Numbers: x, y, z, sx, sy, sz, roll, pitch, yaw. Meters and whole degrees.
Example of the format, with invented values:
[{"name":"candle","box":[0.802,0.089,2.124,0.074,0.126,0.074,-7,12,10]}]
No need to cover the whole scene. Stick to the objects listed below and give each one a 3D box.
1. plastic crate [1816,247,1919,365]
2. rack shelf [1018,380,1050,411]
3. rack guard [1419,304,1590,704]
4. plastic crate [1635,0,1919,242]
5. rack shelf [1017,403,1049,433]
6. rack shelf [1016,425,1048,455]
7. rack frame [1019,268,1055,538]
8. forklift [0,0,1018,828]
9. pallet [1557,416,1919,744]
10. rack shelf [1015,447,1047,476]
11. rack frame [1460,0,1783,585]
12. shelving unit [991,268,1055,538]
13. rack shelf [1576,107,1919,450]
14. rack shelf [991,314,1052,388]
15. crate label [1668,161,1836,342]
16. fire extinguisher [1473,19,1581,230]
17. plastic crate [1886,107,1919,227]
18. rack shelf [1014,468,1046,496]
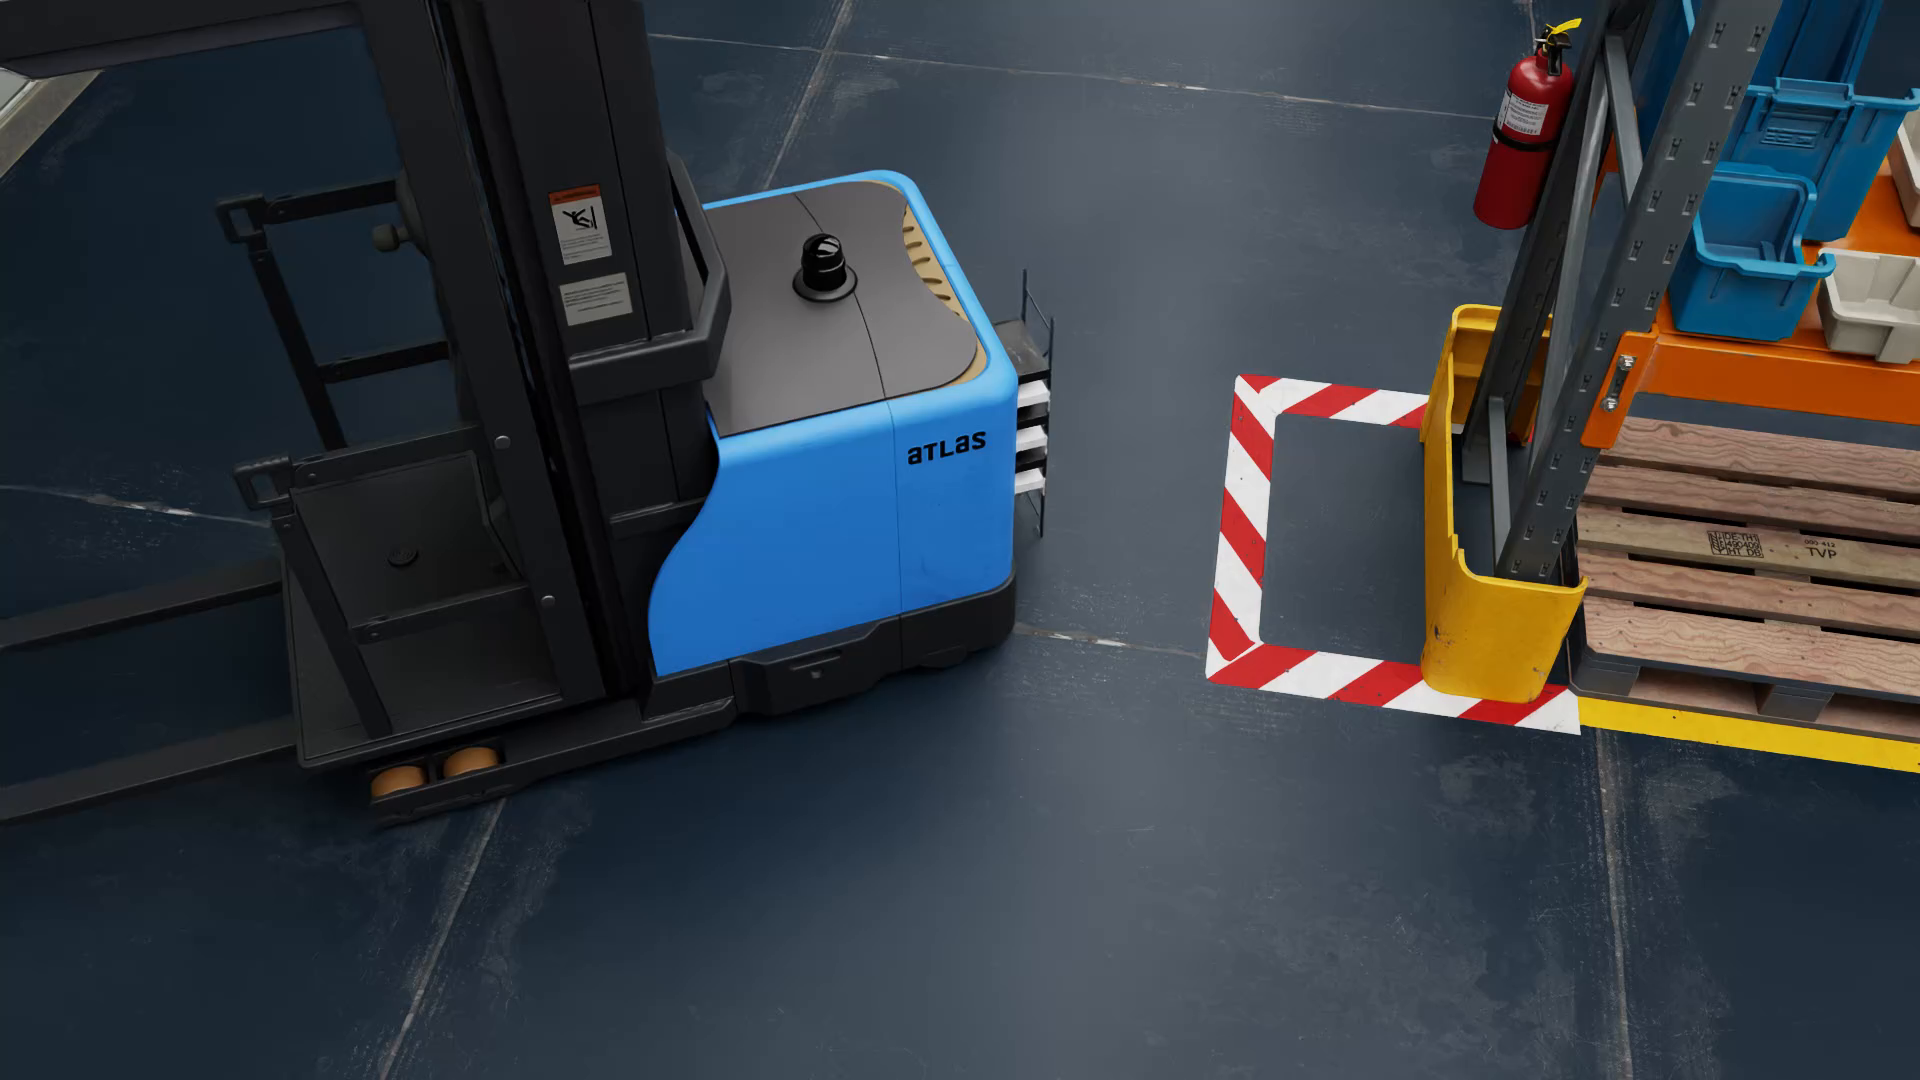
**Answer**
[{"name":"plastic crate","box":[2.132,-0.531,3.847,0.298,0.136,0.250,8,49,7]},{"name":"rack shelf","box":[0.125,-0.464,4.865,0.200,0.077,0.258,-14,50,-12]},{"name":"rack guard","box":[1.621,-0.134,5.034,0.348,0.500,1.175,8,49,7]},{"name":"plastic crate","box":[2.010,-1.100,4.158,0.499,0.435,0.616,8,49,7]},{"name":"rack shelf","box":[0.125,-0.404,4.932,0.200,0.077,0.258,-14,50,-12]},{"name":"rack shelf","box":[0.126,-0.344,4.999,0.200,0.077,0.258,-14,50,-12]},{"name":"rack frame","box":[0.222,-0.391,4.996,0.006,0.900,0.240,-14,50,-12]},{"name":"forklift","box":[-1.412,-0.651,3.865,3.031,2.935,1.130,-14,50,-12]},{"name":"pallet","box":[2.452,0.094,5.024,1.213,0.211,1.003,8,49,7]},{"name":"rack shelf","box":[0.126,-0.284,5.066,0.200,0.077,0.258,-14,50,-12]},{"name":"rack frame","box":[1.647,-0.976,4.110,0.127,3.000,1.000,8,49,7]},{"name":"shelving unit","box":[0.126,-0.366,4.974,0.210,0.900,0.258,-14,50,-12]},{"name":"rack shelf","box":[3.615,-0.471,4.140,4.000,0.370,1.077,8,49,7]},{"name":"rack shelf","box":[0.125,-0.524,4.798,0.200,0.077,0.258,-14,50,-12]},{"name":"crate label","box":[1.831,-0.666,3.904,0.303,0.233,0.416,8,49,7]},{"name":"fire extinguisher","box":[1.579,-1.178,4.594,0.183,0.674,0.296,8,49,7]},{"name":"plastic crate","box":[2.482,-0.932,4.208,0.243,0.136,0.396,8,49,7]},{"name":"rack shelf","box":[0.126,-0.224,5.133,0.200,0.077,0.258,-14,50,-12]}]
